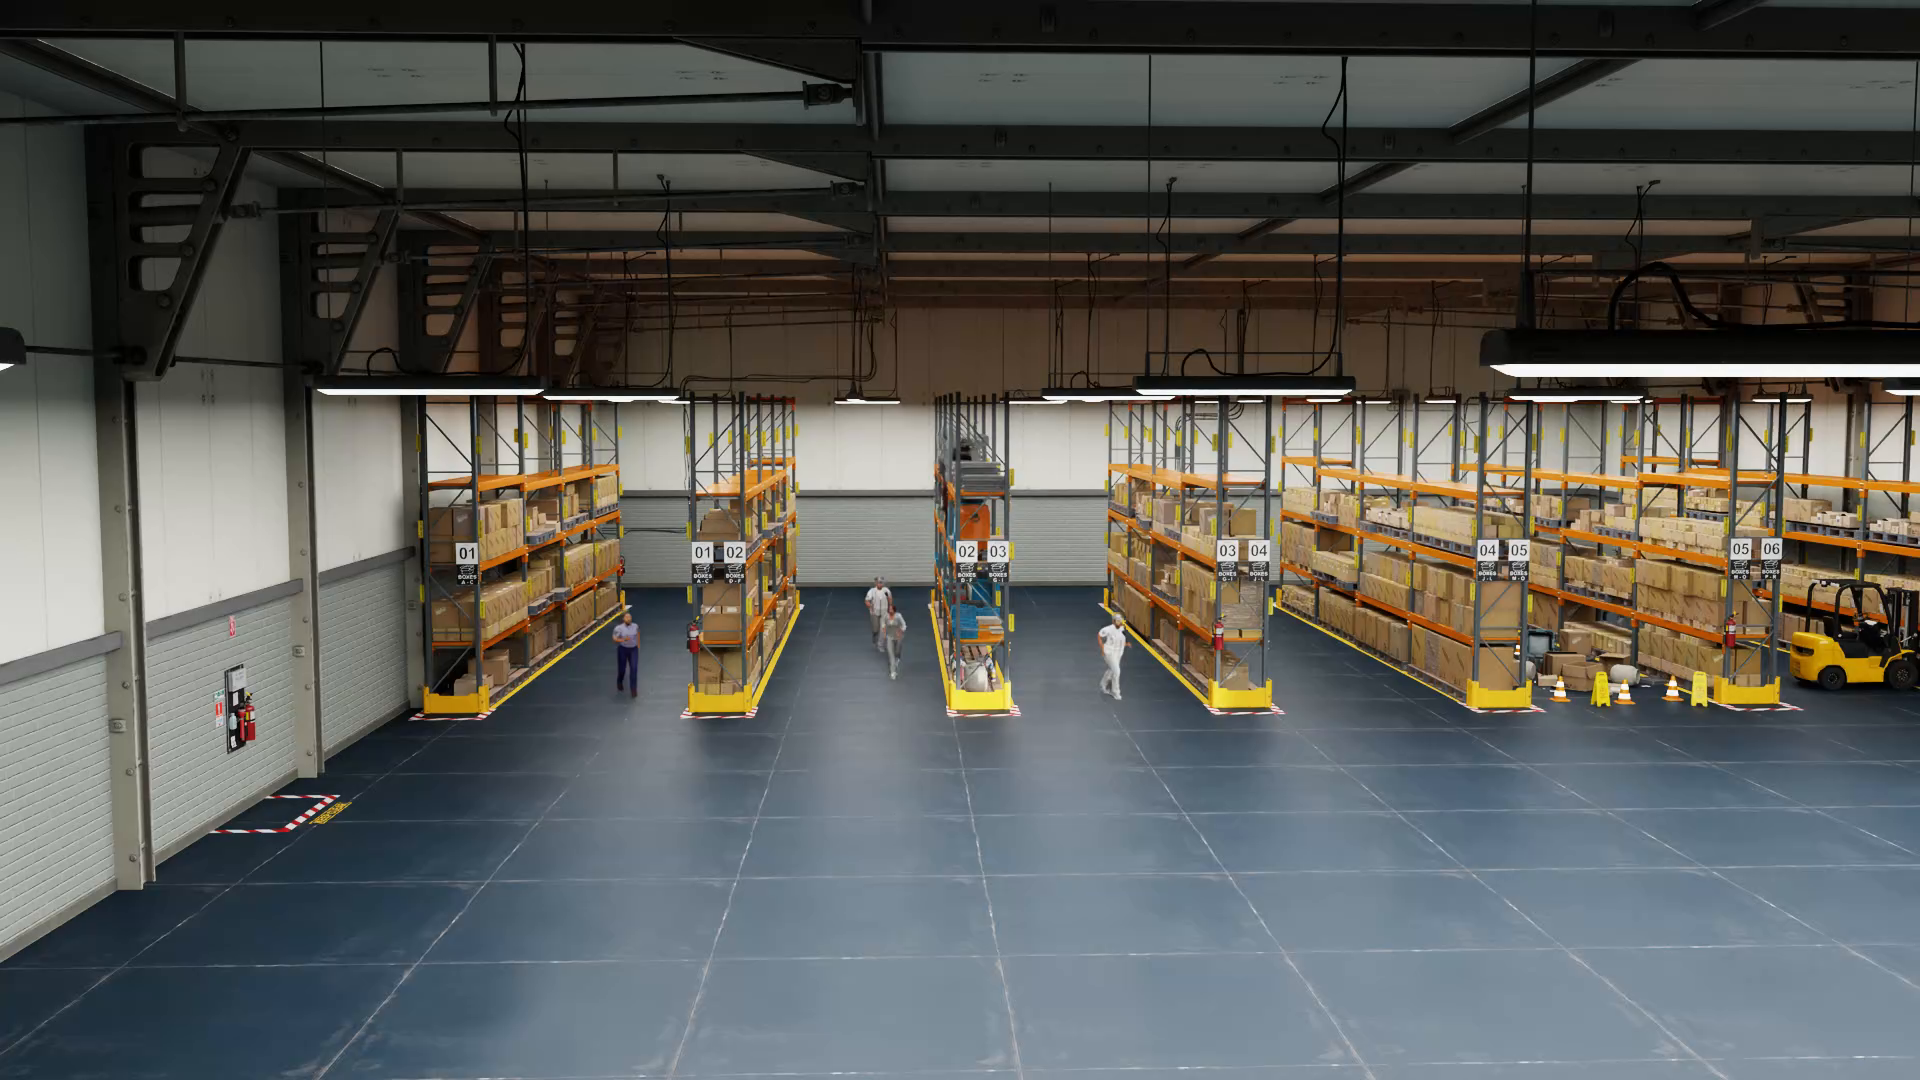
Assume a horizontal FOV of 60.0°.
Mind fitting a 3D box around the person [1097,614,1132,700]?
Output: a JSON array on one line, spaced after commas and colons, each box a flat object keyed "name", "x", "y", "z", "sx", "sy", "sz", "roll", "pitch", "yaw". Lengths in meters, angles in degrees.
[{"name": "person", "x": 3.018, "y": 2.300, "z": 32.720, "sx": 0.539, "sy": 1.723, "sz": 0.830, "roll": -4, "pitch": 6, "yaw": -43}]

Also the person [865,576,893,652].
[{"name": "person", "x": -1.900, "y": 1.737, "z": 39.195, "sx": 0.672, "sy": 1.786, "sz": 0.814, "roll": -1, "pitch": 5, "yaw": -11}]

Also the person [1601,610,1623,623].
[{"name": "person", "x": 16.992, "y": 1.426, "z": 43.424, "sx": 0.537, "sy": 1.586, "sz": 0.881, "roll": -1, "pitch": 5, "yaw": -17}]

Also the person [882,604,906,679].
[{"name": "person", "x": -1.403, "y": 2.118, "z": 35.409, "sx": 0.536, "sy": 1.586, "sz": 0.953, "roll": 0, "pitch": 5, "yaw": 5}]

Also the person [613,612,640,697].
[{"name": "person", "x": -6.604, "y": 2.239, "z": 32.959, "sx": 0.583, "sy": 1.652, "sz": 0.893, "roll": -2, "pitch": 5, "yaw": -24}]
